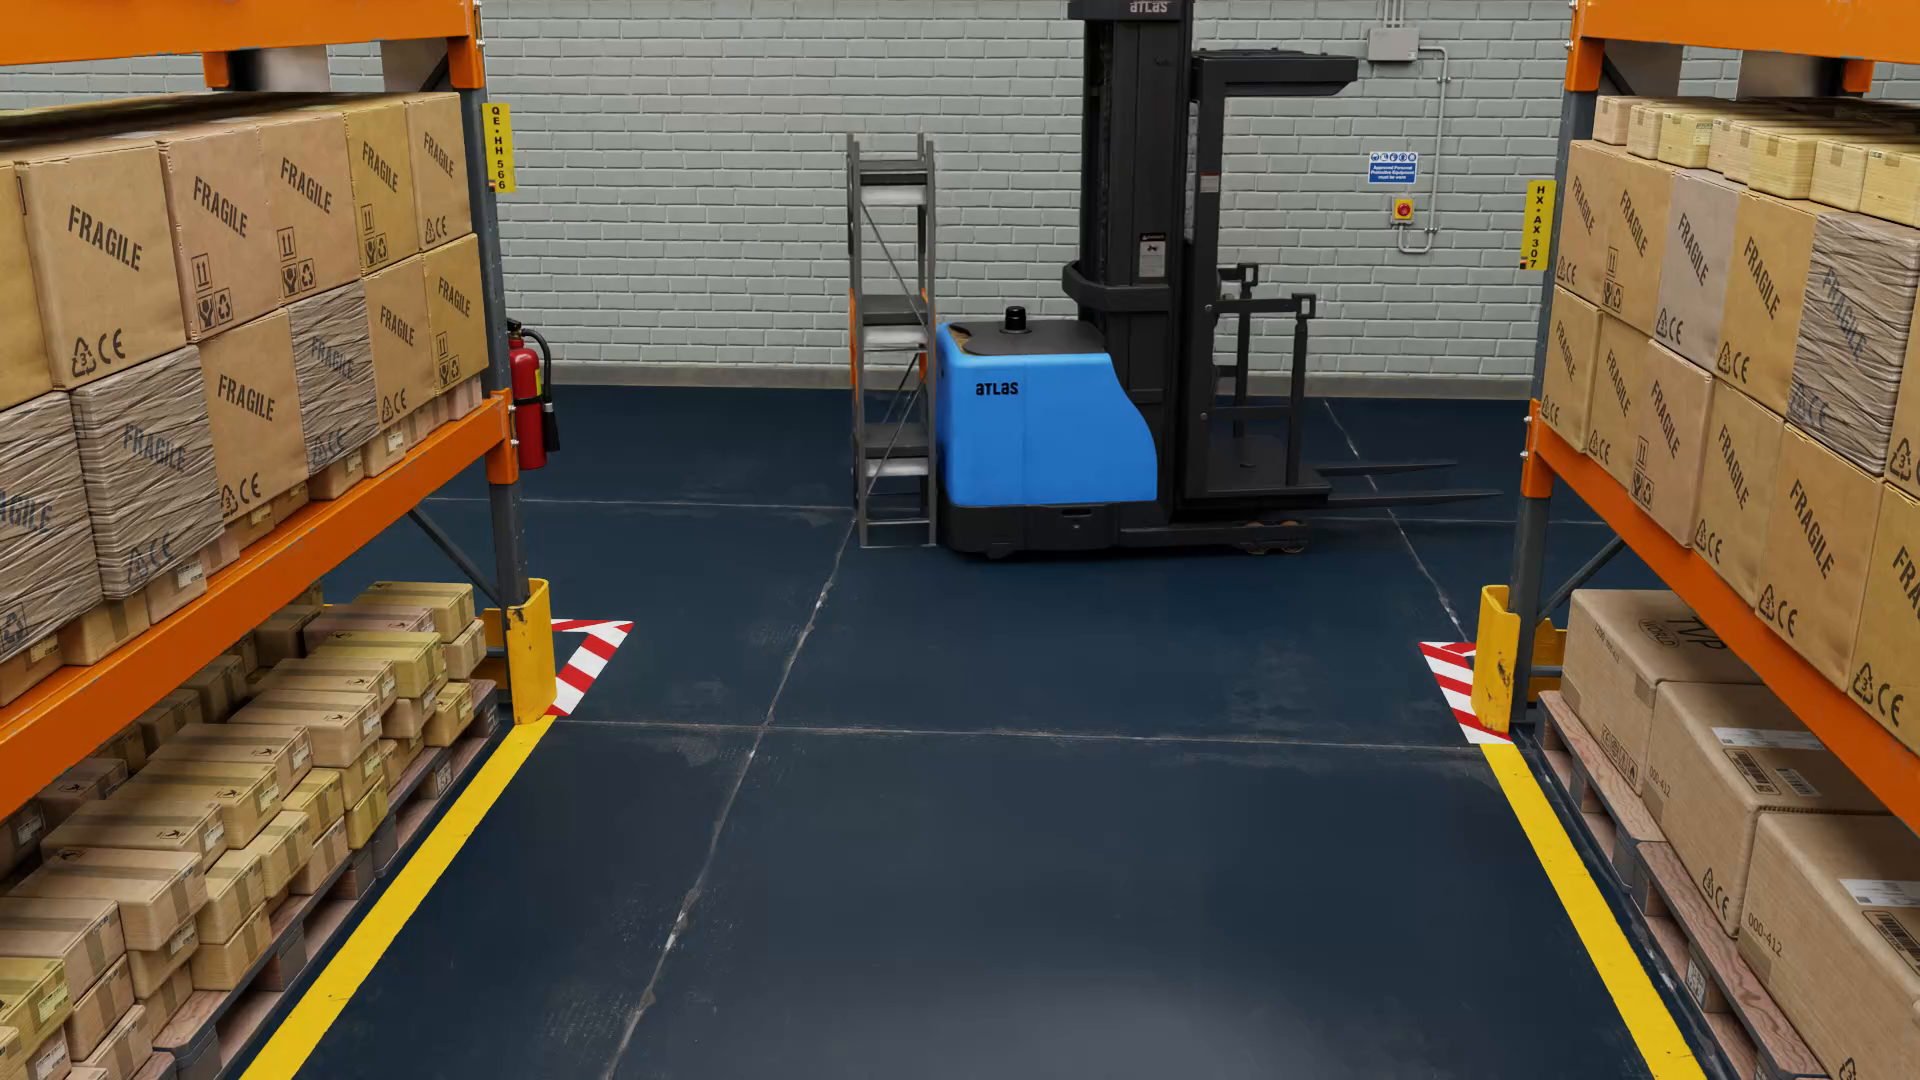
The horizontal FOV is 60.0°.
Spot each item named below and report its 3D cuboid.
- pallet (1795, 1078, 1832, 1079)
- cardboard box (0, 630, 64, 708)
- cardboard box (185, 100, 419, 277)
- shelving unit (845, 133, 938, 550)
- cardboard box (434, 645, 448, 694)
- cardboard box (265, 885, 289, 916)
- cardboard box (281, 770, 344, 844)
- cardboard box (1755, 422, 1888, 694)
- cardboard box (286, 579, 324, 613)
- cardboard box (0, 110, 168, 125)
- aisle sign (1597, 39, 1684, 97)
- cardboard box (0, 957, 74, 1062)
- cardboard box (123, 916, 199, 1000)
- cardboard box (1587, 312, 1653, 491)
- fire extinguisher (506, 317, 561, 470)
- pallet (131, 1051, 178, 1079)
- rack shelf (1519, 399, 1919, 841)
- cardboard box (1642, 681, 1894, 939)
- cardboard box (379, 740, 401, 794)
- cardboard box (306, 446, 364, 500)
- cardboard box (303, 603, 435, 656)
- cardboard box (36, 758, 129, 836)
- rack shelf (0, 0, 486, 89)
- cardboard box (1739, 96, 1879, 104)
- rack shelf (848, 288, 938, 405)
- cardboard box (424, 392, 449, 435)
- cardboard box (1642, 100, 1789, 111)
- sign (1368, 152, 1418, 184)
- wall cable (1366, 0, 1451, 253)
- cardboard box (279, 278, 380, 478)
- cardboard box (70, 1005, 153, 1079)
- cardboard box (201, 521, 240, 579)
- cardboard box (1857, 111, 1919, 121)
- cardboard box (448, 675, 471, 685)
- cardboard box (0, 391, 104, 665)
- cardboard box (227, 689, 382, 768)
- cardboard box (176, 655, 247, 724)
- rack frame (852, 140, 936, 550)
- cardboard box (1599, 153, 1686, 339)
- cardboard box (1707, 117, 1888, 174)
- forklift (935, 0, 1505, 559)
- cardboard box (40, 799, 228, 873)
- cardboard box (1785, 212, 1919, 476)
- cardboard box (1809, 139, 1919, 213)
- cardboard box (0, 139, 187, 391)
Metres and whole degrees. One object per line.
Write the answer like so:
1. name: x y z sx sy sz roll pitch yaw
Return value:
1. pallet: 2.526 1.638 3.584 1.003 0.211 1.213 1 18 4
2. cardboard box: -2.268 0.257 3.724 0.380 0.149 0.250 0 18 1
3. cardboard box: -2.086 -1.133 5.319 0.500 0.500 0.500 1 18 2
4. shelving unit: -0.356 -1.032 8.701 0.431 2.100 0.503 -2 18 -7
5. cardboard box: -2.090 0.490 6.036 0.380 0.149 0.250 1 18 3
6. cardboard box: -2.210 1.031 4.864 0.380 0.149 0.250 2 18 5
7. cardboard box: -2.115 0.812 5.054 0.380 0.149 0.250 2 18 7
8. cardboard box: 2.224 0.034 3.841 0.500 0.500 0.500 1 18 3
9. cardboard box: -2.641 0.254 6.280 0.380 0.149 0.250 0 18 1
10. cardboard box: -2.651 -0.986 4.872 0.500 0.500 0.500 1 18 3
11. aisle sign: 2.396 -1.959 5.909 0.394 0.787 0.004 1 18 4
12. cardboard box: -2.272 1.075 3.774 0.380 0.149 0.250 1 18 3
13. cardboard box: -2.231 1.051 4.324 0.380 0.149 0.250 2 18 6
14. cardboard box: 2.350 -0.442 5.293 0.500 0.500 0.500 1 18 3
15. fire extinguisher: -1.786 -0.628 6.745 0.296 0.674 0.183 1 18 4
16. pallet: -2.539 1.584 3.749 1.003 0.211 1.213 1 18 4
17. rack shelf: 2.536 0.268 4.442 1.077 0.370 4.000 1 18 4
18. cardboard box: 2.675 0.815 5.059 0.875 0.438 0.875 2 18 5
19. cardboard box: -2.122 0.789 5.602 0.380 0.149 0.250 1 18 4
20. cardboard box: -2.108 -0.231 5.215 0.380 0.149 0.250 0 18 1
21. cardboard box: -2.125 0.346 6.000 0.380 0.149 0.250 2 18 5
22. cardboard box: -2.638 0.743 4.786 0.380 0.149 0.250 1 18 4
23. rack shelf: -2.408 -1.236 4.216 1.077 0.370 4.000 1 18 4
24. cardboard box: 2.854 -1.410 5.600 0.380 0.149 0.250 2 18 5
25. rack shelf: -0.356 -1.019 8.705 0.431 0.518 0.480 -2 18 -7
26. cardboard box: -2.062 -0.470 5.945 0.380 0.149 0.250 1 18 4
27. cardboard box: 2.430 -1.339 5.383 0.380 0.149 0.250 2 18 5
28. sign: 3.017 -2.595 11.591 0.327 0.218 0.001 1 18 4
29. wall cable: 3.061 -2.944 11.409 0.585 1.953 0.123 1 18 4
30. cardboard box: -2.109 -0.500 4.993 0.500 0.500 0.500 1 18 4
31. cardboard box: -2.252 1.277 4.113 0.380 0.149 0.250 1 18 3
32. cardboard box: -2.186 0.013 4.470 0.380 0.149 0.250 2 18 6
33. cardboard box: 2.866 -1.171 4.871 0.380 0.149 0.250 2 18 5
34. cardboard box: -2.095 0.550 6.333 0.380 0.149 0.250 2 18 5
35. cardboard box: -2.236 -0.022 3.536 0.500 0.500 0.500 1 18 4
36. cardboard box: -2.063 0.592 5.246 0.380 0.149 0.250 2 18 6
37. cardboard box: -2.622 0.496 5.539 0.380 0.149 0.250 0 18 1
38. rack frame: -0.327 -0.957 8.471 0.400 2.100 0.015 -2 18 -7
39. cardboard box: 2.331 -0.914 5.129 0.500 0.500 0.500 1 18 2
40. cardboard box: 2.330 -1.095 4.641 0.380 0.149 0.250 1 18 4
41. forklift: 1.398 -1.477 8.724 3.031 2.935 1.130 -2 18 -7
42. cardboard box: -2.240 0.830 4.523 0.380 0.149 0.250 1 18 2
43. cardboard box: 2.223 -0.443 3.693 0.500 0.500 0.500 2 18 5
44. cardboard box: 2.255 -0.858 3.917 0.380 0.149 0.250 1 18 4
45. cardboard box: -2.187 -0.647 3.837 0.500 0.500 0.500 2 18 5
